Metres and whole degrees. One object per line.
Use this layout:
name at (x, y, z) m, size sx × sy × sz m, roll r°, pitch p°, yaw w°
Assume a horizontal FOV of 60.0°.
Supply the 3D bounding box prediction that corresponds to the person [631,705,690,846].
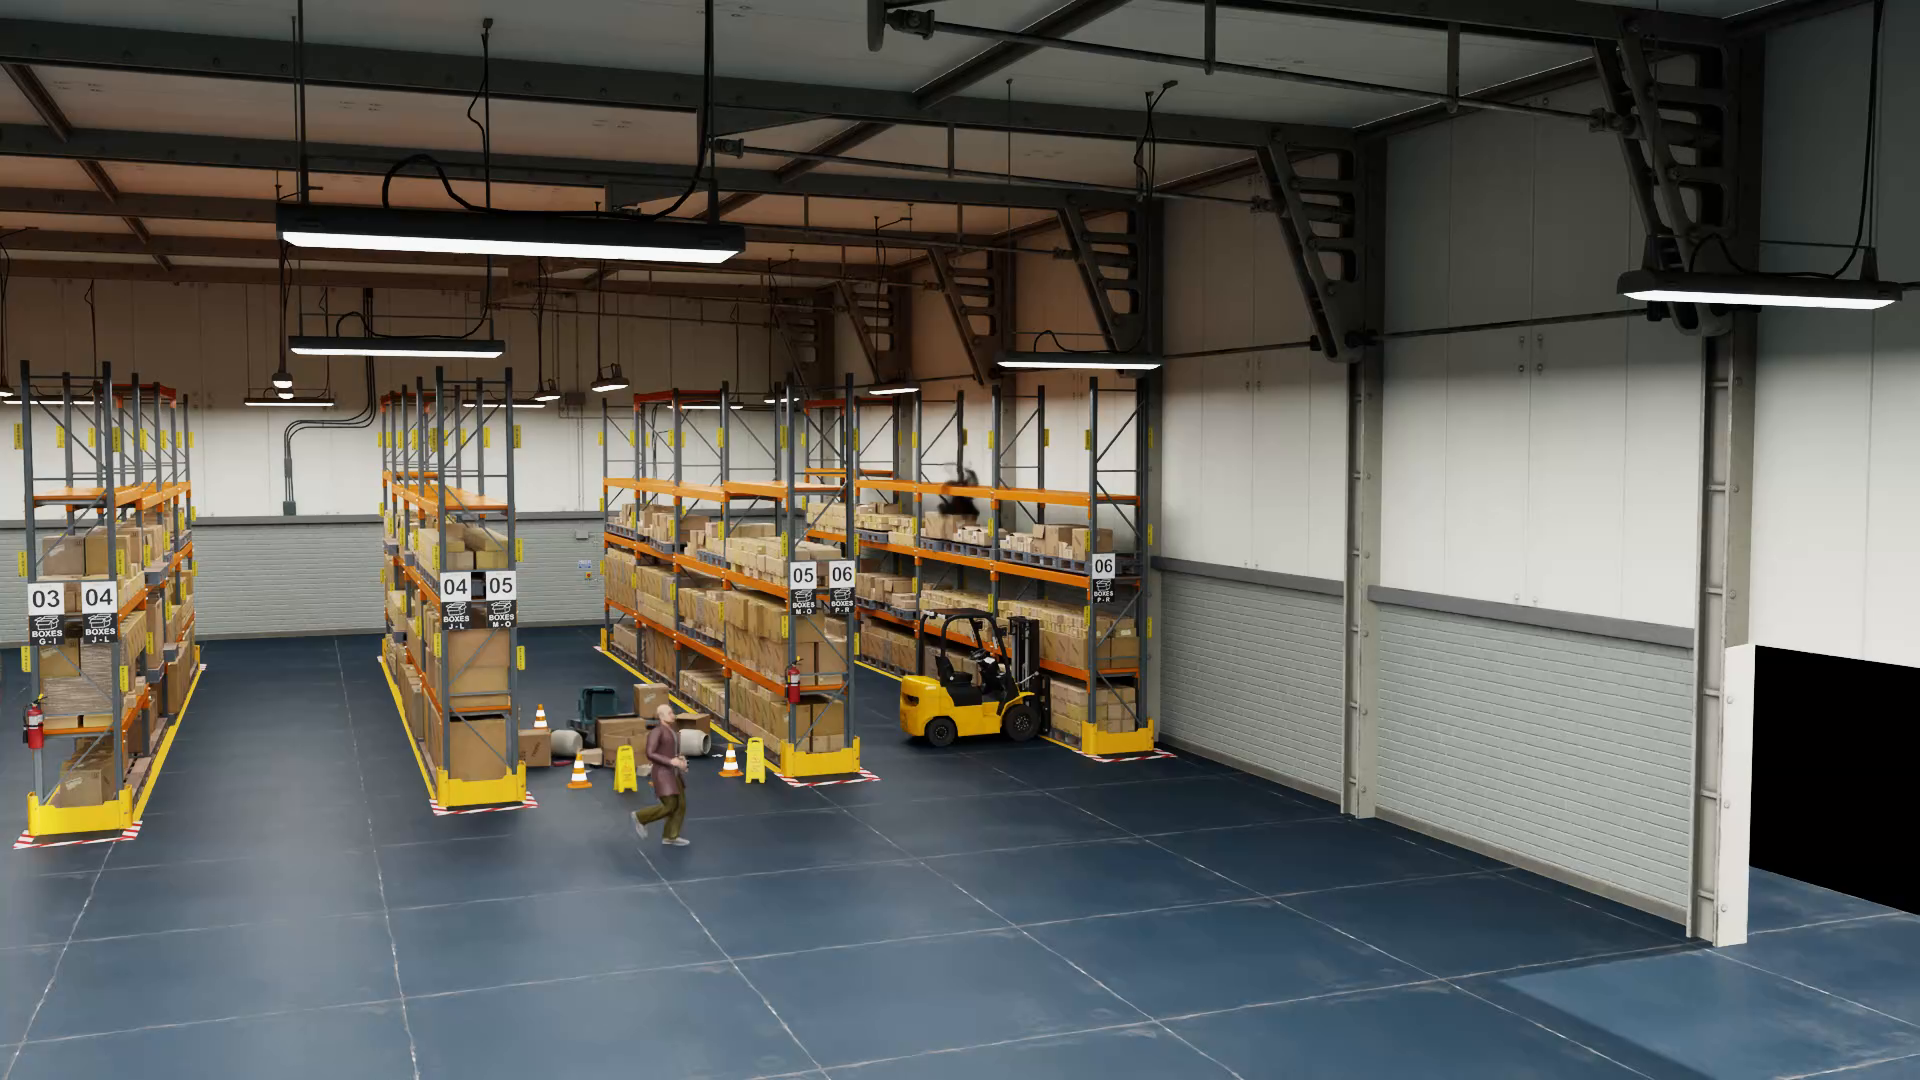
person at (-3.642, 2.895, 20.518) m, size 0.687 × 1.736 × 0.709 m, roll 1°, pitch 4°, yaw 15°
